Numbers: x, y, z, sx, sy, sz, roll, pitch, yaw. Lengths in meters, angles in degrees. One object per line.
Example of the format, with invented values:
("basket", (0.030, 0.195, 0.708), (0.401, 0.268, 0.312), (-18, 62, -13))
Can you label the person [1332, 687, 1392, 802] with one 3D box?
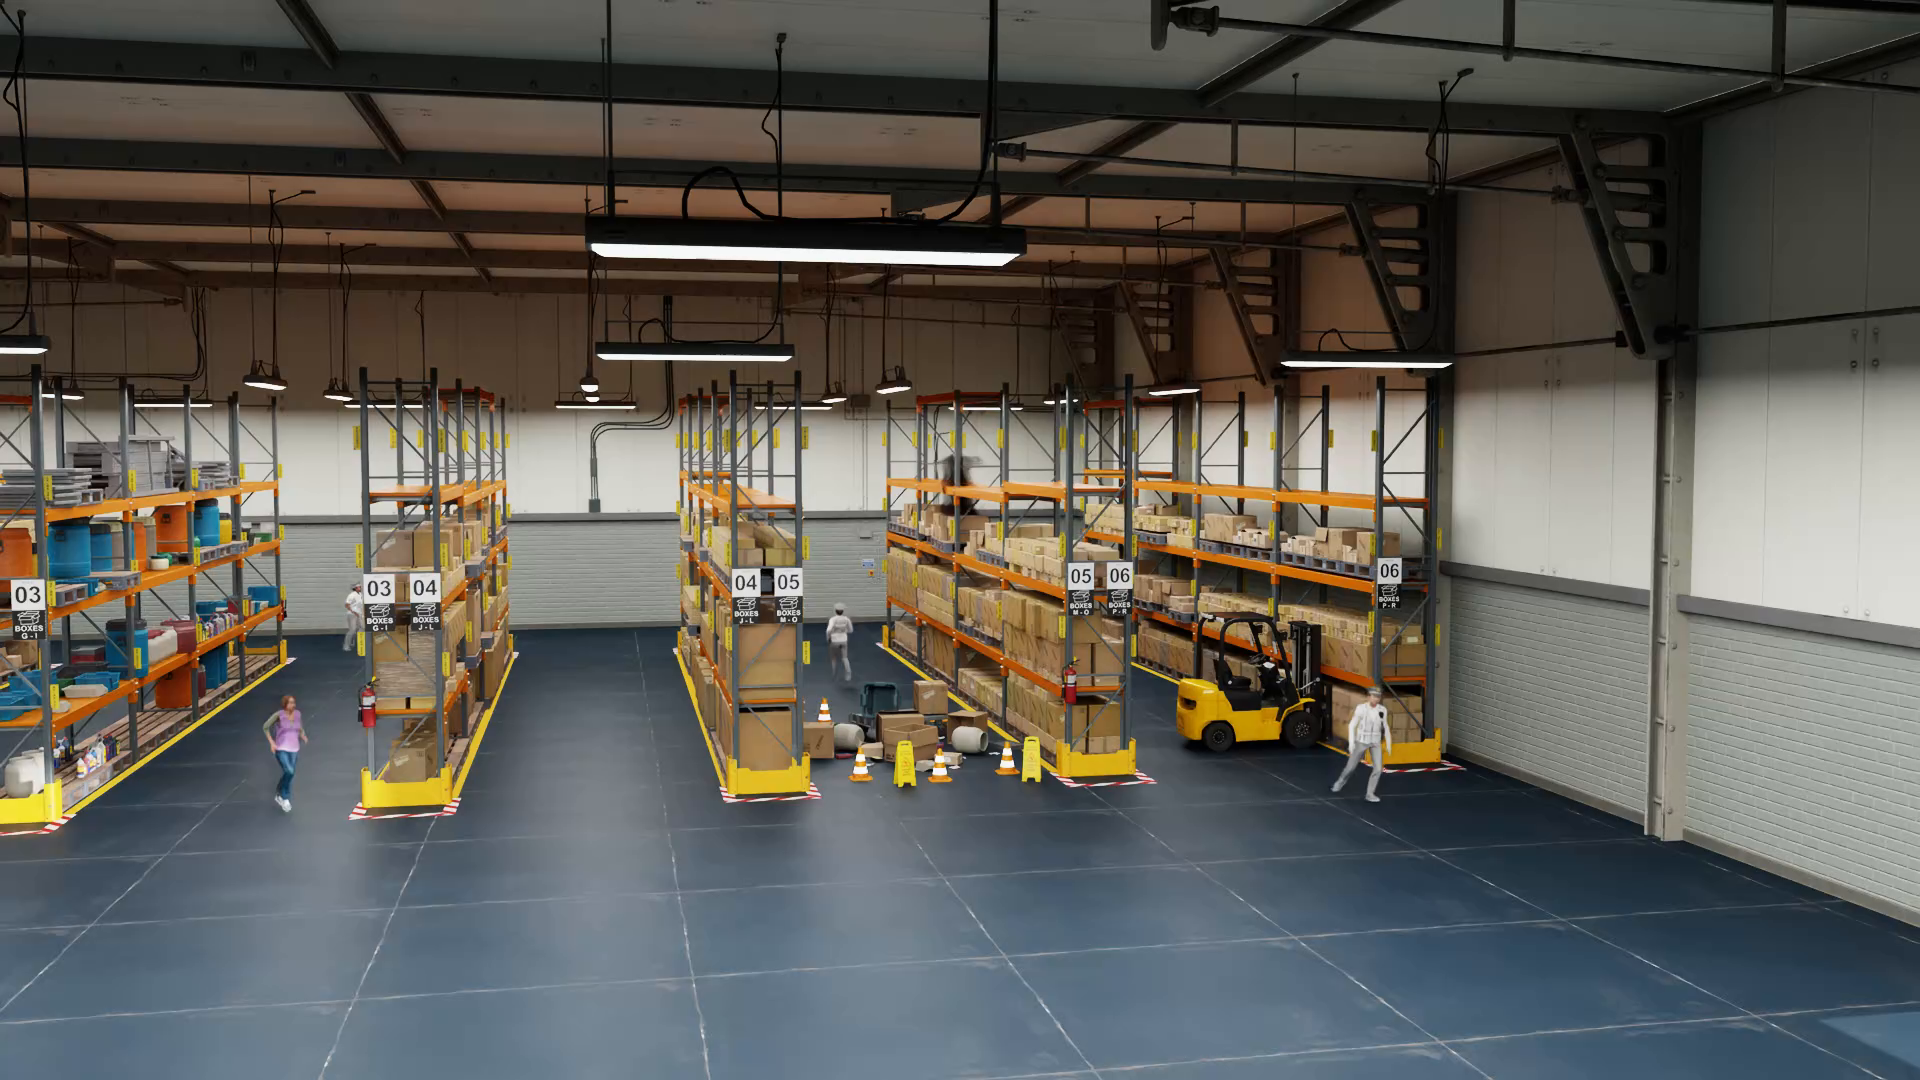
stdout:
("person", (5.620, 2.807, 23.225), (0.723, 1.611, 0.672), (0, 3, -4))

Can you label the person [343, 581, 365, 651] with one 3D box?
("person", (-14.466, 1.811, 39.933), (0.518, 1.632, 0.634), (1, 4, 24))

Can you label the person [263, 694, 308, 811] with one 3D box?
("person", (-9.151, 2.895, 22.581), (0.762, 1.572, 0.481), (3, 4, 38))

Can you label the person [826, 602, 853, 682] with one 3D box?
("person", (-2.491, 2.117, 34.259), (0.628, 1.666, 0.870), (-1, 4, -21))
